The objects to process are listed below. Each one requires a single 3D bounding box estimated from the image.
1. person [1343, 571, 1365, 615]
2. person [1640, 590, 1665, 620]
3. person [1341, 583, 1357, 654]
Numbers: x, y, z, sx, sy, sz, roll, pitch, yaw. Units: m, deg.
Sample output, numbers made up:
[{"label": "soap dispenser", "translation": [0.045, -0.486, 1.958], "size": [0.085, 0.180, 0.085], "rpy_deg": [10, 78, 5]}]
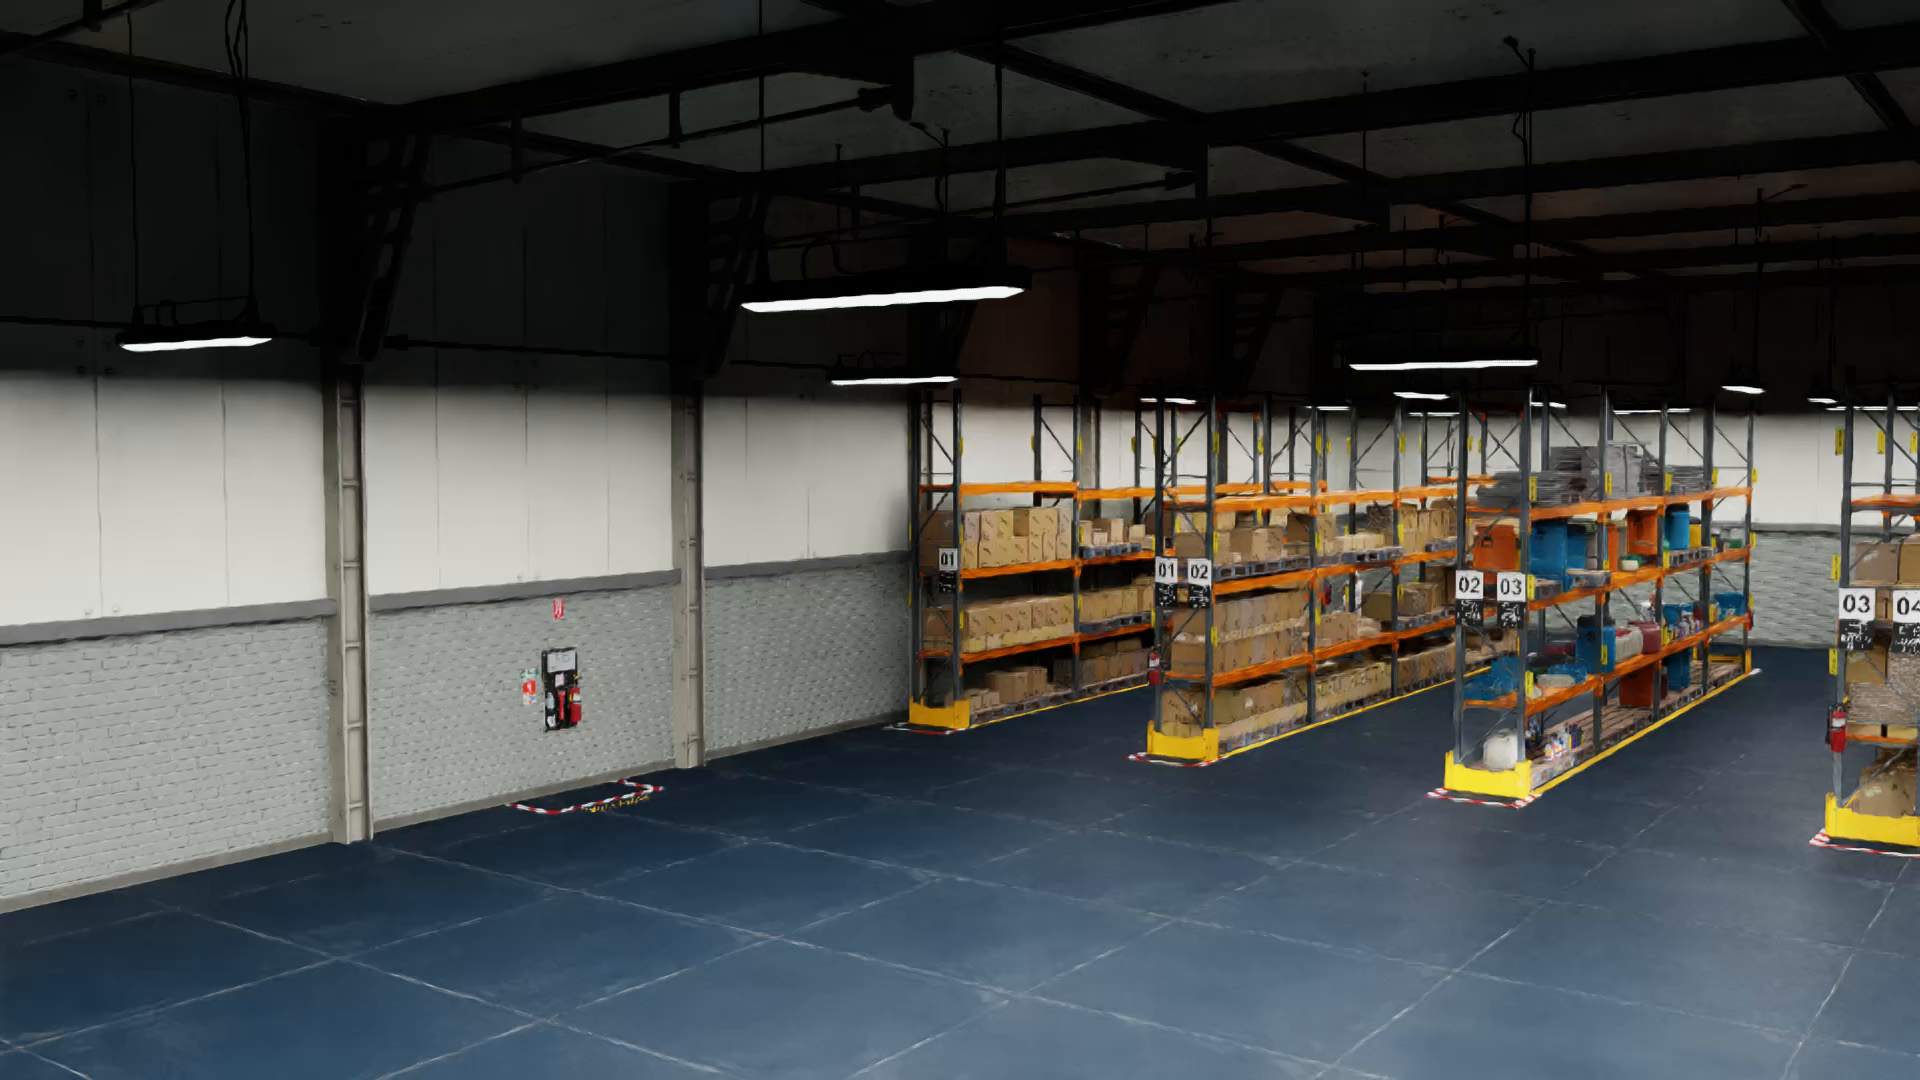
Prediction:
[{"label": "person", "translation": [10.365, 1.652, 43.712], "size": [0.606, 1.743, 0.969], "rpy_deg": [1, 3, 13]}, {"label": "person", "translation": [15.747, 1.976, 37.796], "size": [0.599, 1.696, 1.175], "rpy_deg": [3, 4, 39]}, {"label": "person", "translation": [9.329, 1.869, 39.945], "size": [0.380, 1.681, 0.598], "rpy_deg": [2, 4, 26]}]
